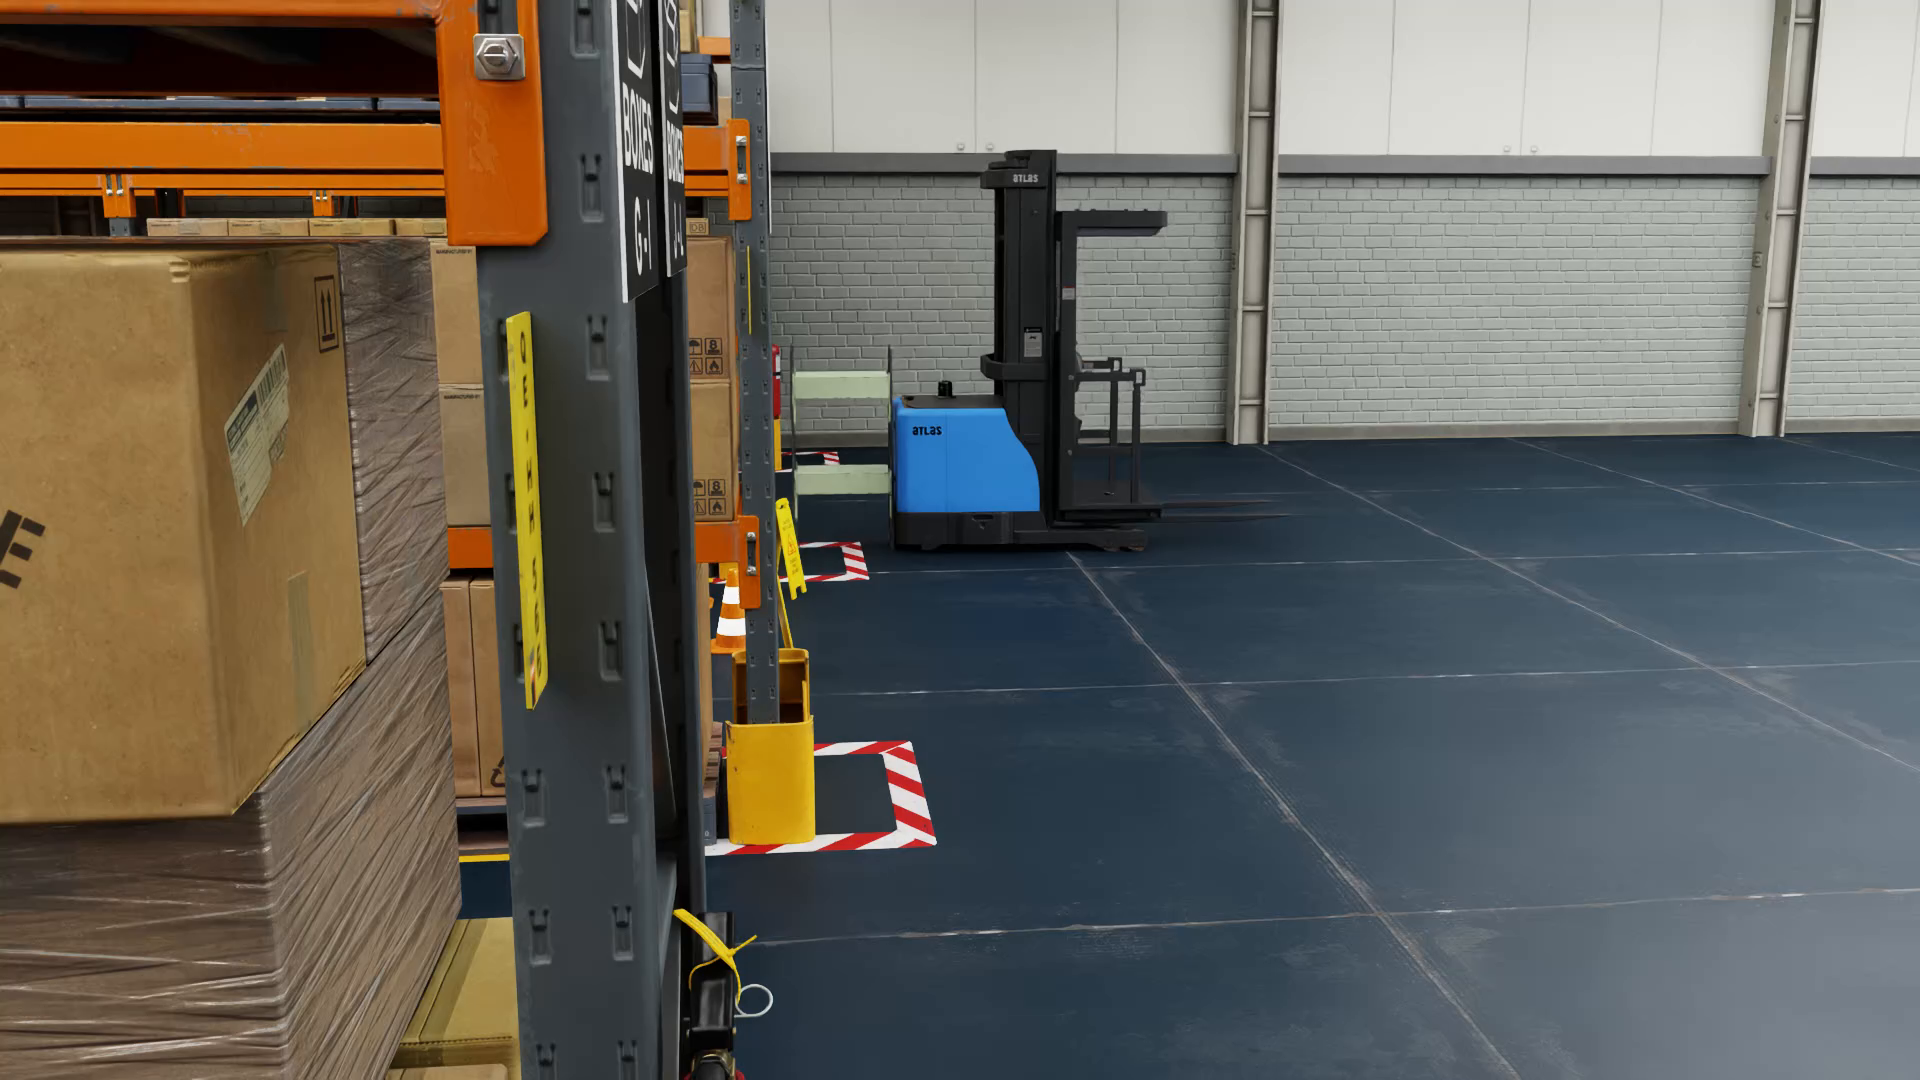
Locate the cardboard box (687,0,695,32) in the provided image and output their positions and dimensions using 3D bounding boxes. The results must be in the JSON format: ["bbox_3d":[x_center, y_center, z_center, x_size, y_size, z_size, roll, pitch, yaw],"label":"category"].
[{"bbox_3d":[-1.347,-2.202,6.785,0.500,0.250,0.500,-1,11,-6],"label":"cardboard box"}]

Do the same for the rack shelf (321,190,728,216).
[{"bbox_3d":[-4.003,-3.339,16.167,4.000,0.370,1.077,-1,11,-6],"label":"rack shelf"}]

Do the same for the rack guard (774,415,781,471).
[{"bbox_3d":[-1.991,-1.036,16.842,0.348,0.500,1.175,-1,11,-6],"label":"rack guard"}]

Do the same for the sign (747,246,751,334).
[{"bbox_3d":[-0.795,-0.943,6.274,0.005,0.325,0.100,-1,11,-6],"label":"sign"}]

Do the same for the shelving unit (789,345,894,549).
[{"bbox_3d":[-0.888,-0.701,12.545,0.755,1.500,0.431,-1,11,-4],"label":"shelving unit"}]

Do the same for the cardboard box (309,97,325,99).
[{"bbox_3d":[-4.079,-2.941,10.859,0.250,0.149,0.380,-2,11,-8],"label":"cardboard box"}]

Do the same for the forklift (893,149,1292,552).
[{"bbox_3d":[1.001,-1.453,12.660,3.031,2.935,1.130,-1,11,-4],"label":"forklift"}]

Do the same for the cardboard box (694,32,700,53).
[{"bbox_3d":[-1.215,-2.021,6.900,0.250,0.149,0.380,-1,11,-6],"label":"cardboard box"}]

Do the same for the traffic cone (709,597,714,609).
[{"bbox_3d":[-1.763,0.191,10.698,0.334,0.463,0.336,-1,11,-6],"label":"traffic cone"}]

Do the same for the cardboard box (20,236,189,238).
[{"bbox_3d":[-3.360,-0.903,6.497,0.550,0.550,0.875,-1,11,-6],"label":"cardboard box"}]

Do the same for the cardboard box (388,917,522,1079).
[{"bbox_3d":[-0.714,0.674,2.317,0.250,0.149,0.380,-1,11,-6],"label":"cardboard box"}]

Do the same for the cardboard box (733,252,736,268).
[{"bbox_3d":[-2.371,-2.809,16.670,0.250,0.149,0.380,-1,11,-7],"label":"cardboard box"}]

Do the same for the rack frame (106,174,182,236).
[{"bbox_3d":[-5.451,-1.227,11.333,0.127,3.000,1.000,-1,11,-6],"label":"rack frame"}]

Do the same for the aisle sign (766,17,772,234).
[{"bbox_3d":[-0.737,-1.583,6.403,0.004,0.787,0.394,-1,11,-6],"label":"aisle sign"}]

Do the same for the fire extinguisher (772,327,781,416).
[{"bbox_3d":[-1.311,-1.186,11.327,0.183,0.674,0.296,-1,11,-6],"label":"fire extinguisher"}]

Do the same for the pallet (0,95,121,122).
[{"bbox_3d":[-4.002,-1.723,6.311,1.213,0.211,1.003,-1,11,-6],"label":"pallet"}]

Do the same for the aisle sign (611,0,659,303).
[{"bbox_3d":[-0.310,-0.629,1.553,0.004,0.787,0.394,-1,11,-6],"label":"aisle sign"}]

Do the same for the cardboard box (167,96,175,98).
[{"bbox_3d":[-5.103,-2.911,10.706,0.250,0.149,0.380,-1,11,-7],"label":"cardboard box"}]

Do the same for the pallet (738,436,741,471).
[{"bbox_3d":[-2.770,-0.870,16.746,1.213,0.211,1.003,-1,11,-6],"label":"pallet"}]

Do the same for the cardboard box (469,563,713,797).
[{"bbox_3d":[-1.507,0.500,6.967,0.875,0.875,0.875,-1,11,-6],"label":"cardboard box"}]

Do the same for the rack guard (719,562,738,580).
[{"bbox_3d":[-1.550,-0.082,11.990,0.348,0.500,1.175,-1,11,-6],"label":"rack guard"}]

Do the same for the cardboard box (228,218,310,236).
[{"bbox_3d":[-4.480,-1.887,11.066,0.500,0.500,0.700,-1,11,-6],"label":"cardboard box"}]

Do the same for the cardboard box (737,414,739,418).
[{"bbox_3d":[-2.504,-1.394,16.928,0.500,0.250,0.500,-1,11,-5],"label":"cardboard box"}]

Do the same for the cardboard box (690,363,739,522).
[{"bbox_3d":[-1.204,-0.420,6.841,0.550,0.550,0.875,-1,11,-6],"label":"cardboard box"}]

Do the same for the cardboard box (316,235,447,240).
[{"bbox_3d":[-2.321,-0.952,6.744,0.550,0.550,0.875,-1,11,-6],"label":"cardboard box"}]

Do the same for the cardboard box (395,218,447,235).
[{"bbox_3d":[-3.470,-1.920,11.237,0.500,0.500,0.700,-1,11,-6],"label":"cardboard box"}]

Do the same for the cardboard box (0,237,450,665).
[{"bbox_3d":[-0.981,-0.136,2.163,0.500,0.500,0.500,-1,11,-6],"label":"cardboard box"}]

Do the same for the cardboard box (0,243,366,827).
[{"bbox_3d":[-0.925,-0.037,1.656,0.500,0.500,0.500,-1,11,-6],"label":"cardboard box"}]

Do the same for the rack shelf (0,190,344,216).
[{"bbox_3d":[-7.979,-3.256,15.743,4.000,0.370,1.077,-1,11,-6],"label":"rack shelf"}]

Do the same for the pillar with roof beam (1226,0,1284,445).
[{"bbox_3d":[3.626,-4.664,13.262,0.400,9.000,9.100,-1,11,-6],"label":"pillar with roof beam"}]

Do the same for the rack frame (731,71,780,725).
[{"bbox_3d":[-0.840,-0.363,6.939,0.127,3.000,1.000,-1,11,-6],"label":"rack frame"}]

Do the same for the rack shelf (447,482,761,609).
[{"bbox_3d":[-2.828,0.032,6.797,4.000,0.370,1.077,-1,11,-6],"label":"rack shelf"}]

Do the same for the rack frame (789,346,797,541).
[{"bbox_3d":[-1.253,-0.695,12.517,0.023,1.500,0.400,-1,11,-4],"label":"rack frame"}]

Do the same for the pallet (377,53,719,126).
[{"bbox_3d":[-1.576,-1.774,6.569,1.213,0.211,1.003,-1,11,-6],"label":"pallet"}]

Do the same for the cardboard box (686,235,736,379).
[{"bbox_3d":[-1.213,-0.966,6.819,0.550,0.550,0.875,-1,11,-6],"label":"cardboard box"}]

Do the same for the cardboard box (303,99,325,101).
[{"bbox_3d":[-3.973,-2.748,10.913,0.500,0.250,0.500,-1,11,-6],"label":"cardboard box"}]

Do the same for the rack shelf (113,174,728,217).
[{"bbox_3d":[-3.463,-2.387,11.325,4.000,0.370,1.077,-1,11,-6],"label":"rack shelf"}]

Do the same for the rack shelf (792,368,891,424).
[{"bbox_3d":[-0.888,-1.084,12.470,0.720,0.370,0.431,-1,11,-4],"label":"rack shelf"}]

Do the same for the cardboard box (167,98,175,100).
[{"bbox_3d":[-4.984,-2.728,10.809,0.500,0.250,0.500,-1,11,-7],"label":"cardboard box"}]

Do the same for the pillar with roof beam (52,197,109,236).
[{"bbox_3d":[-8.304,-4.414,11.990,0.400,9.000,9.100,-1,11,-6],"label":"pillar with roof beam"}]

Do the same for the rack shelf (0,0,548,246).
[{"bbox_3d":[-2.393,-0.487,1.658,4.000,0.370,1.077,-1,11,-6],"label":"rack shelf"}]

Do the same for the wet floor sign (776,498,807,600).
[{"bbox_3d":[-1.170,0.046,10.960,0.232,0.644,0.267,3,11,14],"label":"wet floor sign"}]
